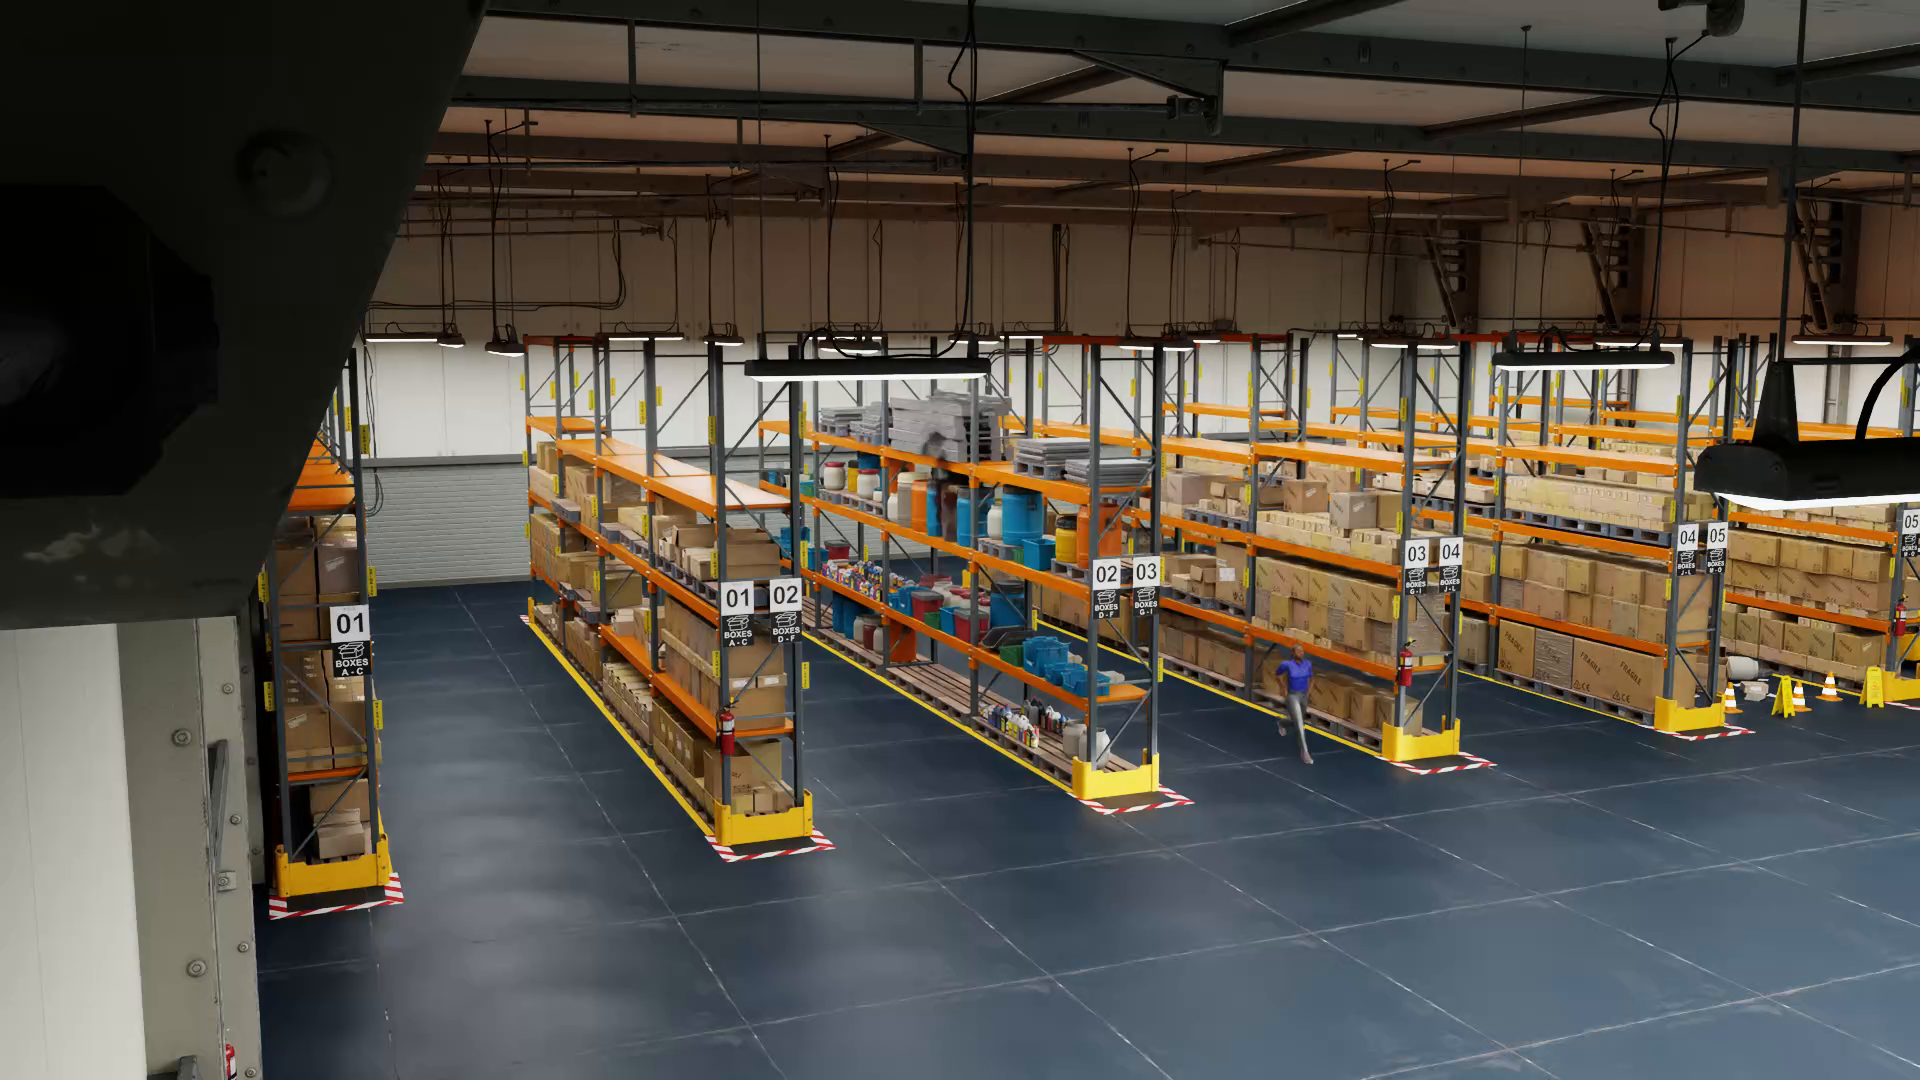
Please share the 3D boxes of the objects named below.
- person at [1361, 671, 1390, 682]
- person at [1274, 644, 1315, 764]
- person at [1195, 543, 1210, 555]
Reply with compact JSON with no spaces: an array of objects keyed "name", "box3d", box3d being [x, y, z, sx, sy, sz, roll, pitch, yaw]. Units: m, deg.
[{"name":"person","box3d":[7.375,1.588,29.108,0.653,1.810,0.727,-5,9,-32]},{"name":"person","box3d":[4.897,2.322,24.220,0.546,1.659,1.089,-3,8,-22]},{"name":"person","box3d":[6.138,-0.121,42.172,0.580,1.721,0.718,-4,8,-26]}]
